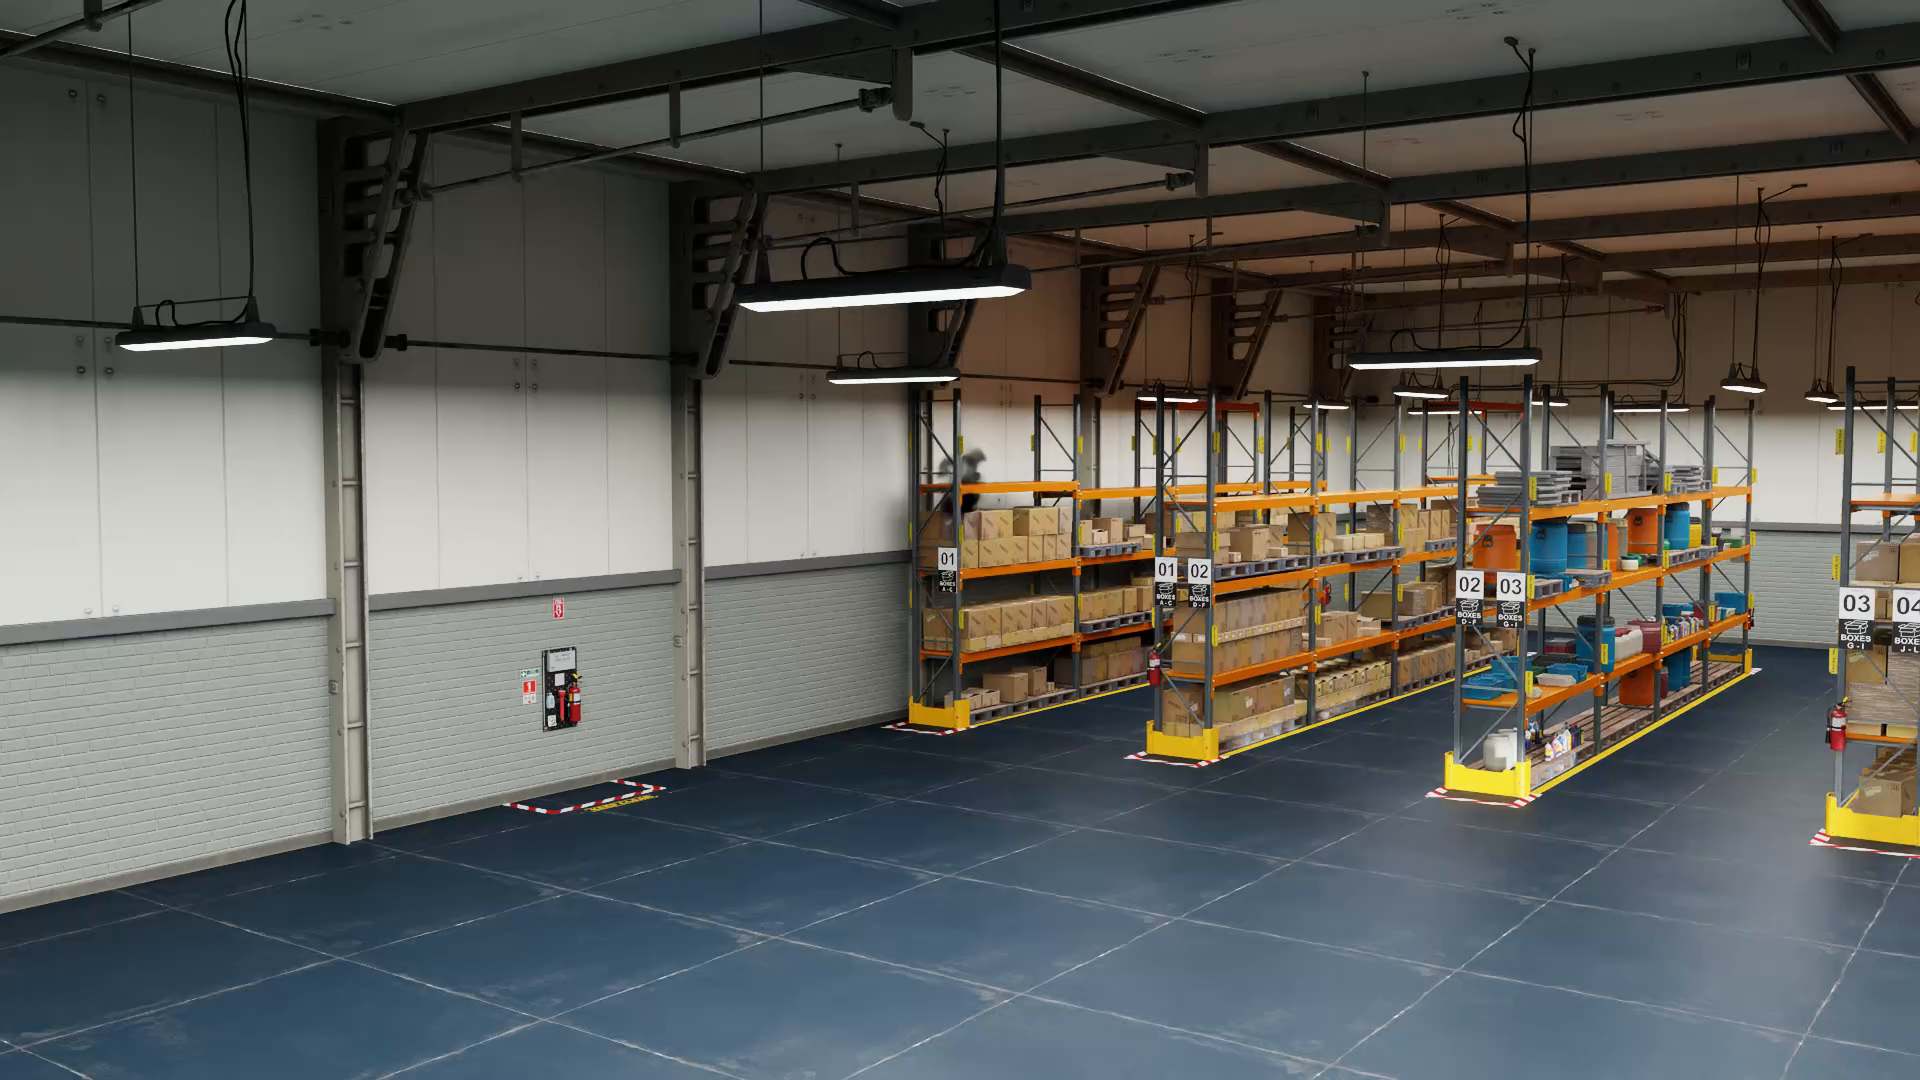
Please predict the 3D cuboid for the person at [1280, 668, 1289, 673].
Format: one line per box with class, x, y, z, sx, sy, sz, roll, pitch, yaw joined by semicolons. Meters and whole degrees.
person;6.589;2.251;33.691;0.562;1.656;0.926;2;4;25
